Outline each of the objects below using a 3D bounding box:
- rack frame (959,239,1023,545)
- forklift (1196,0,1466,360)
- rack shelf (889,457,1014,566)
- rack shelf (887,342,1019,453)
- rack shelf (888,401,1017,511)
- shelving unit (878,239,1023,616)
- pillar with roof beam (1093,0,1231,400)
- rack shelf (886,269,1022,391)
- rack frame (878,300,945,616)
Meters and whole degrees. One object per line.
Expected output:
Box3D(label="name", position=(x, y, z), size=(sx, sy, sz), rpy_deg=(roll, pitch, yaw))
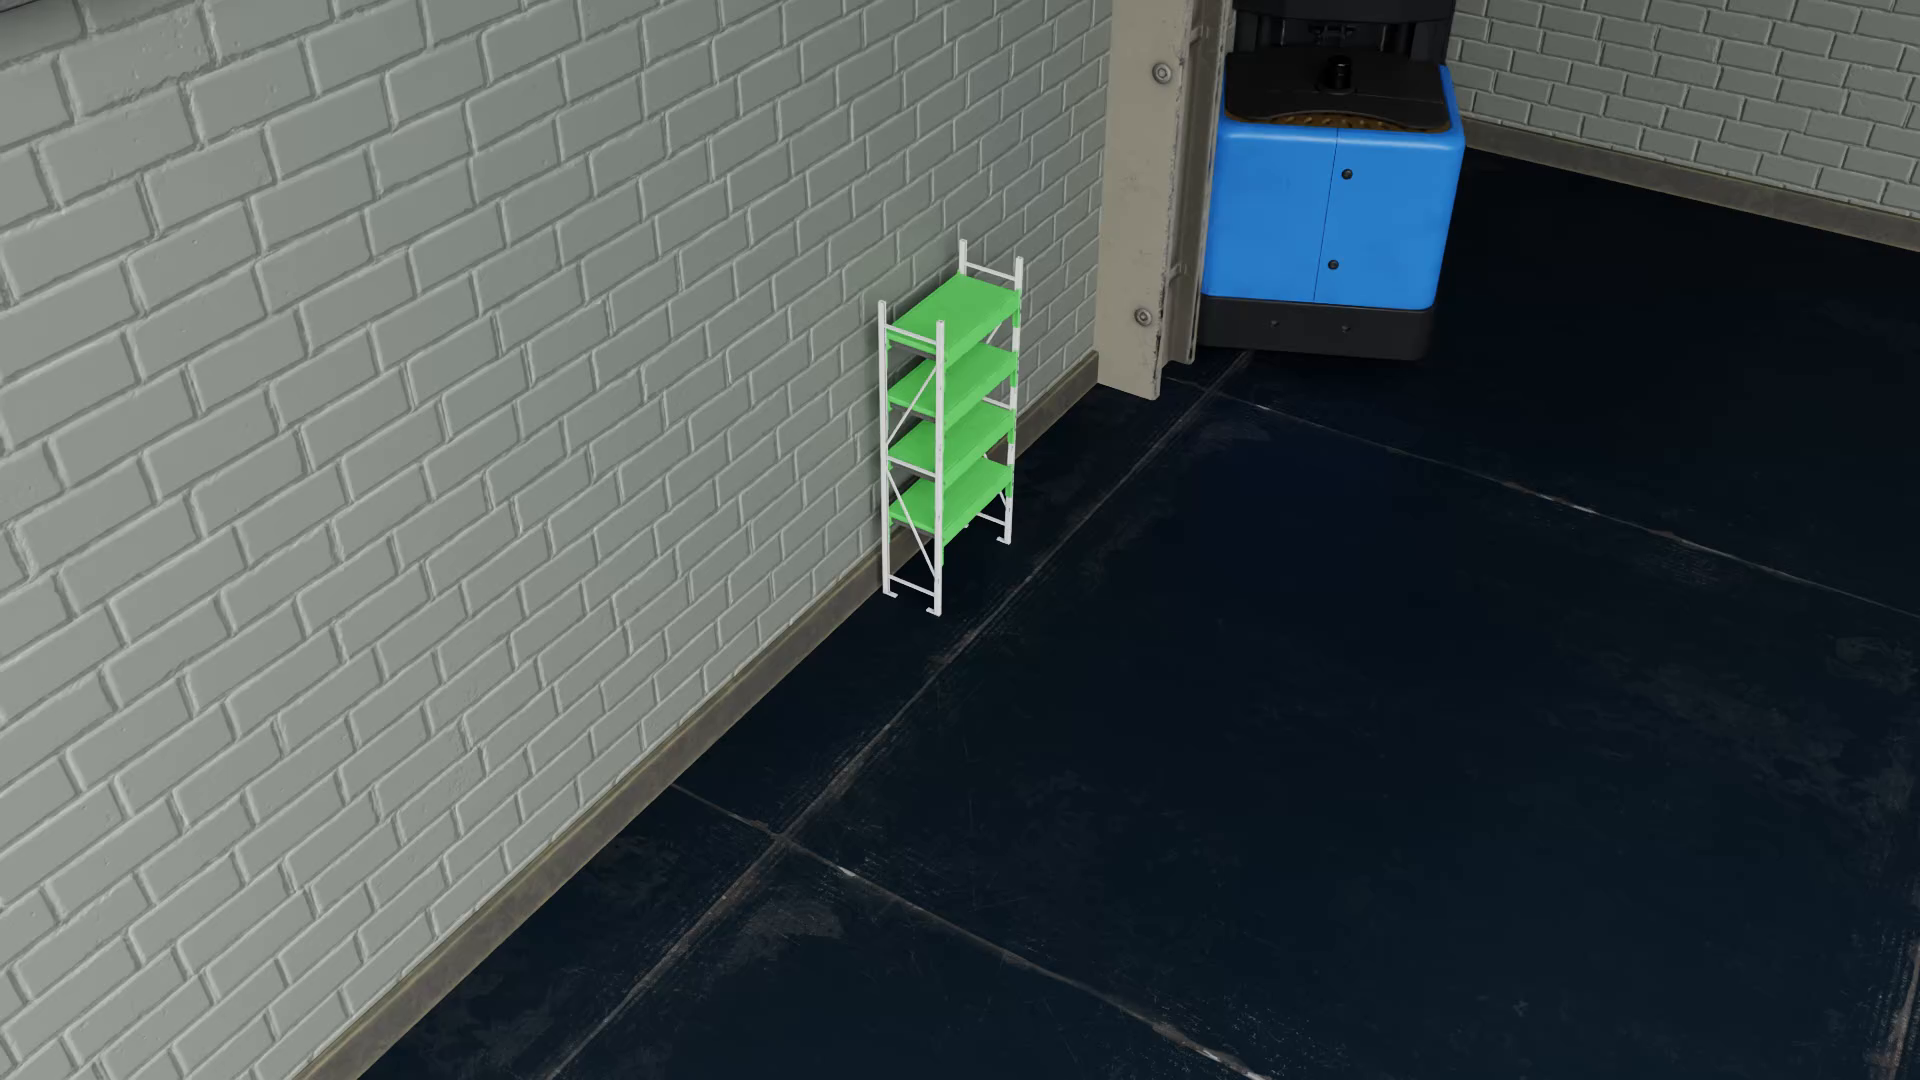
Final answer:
Box3D(label="rack frame", position=(0.094, -0.498, 5.909), size=(0.240, 1.200, 0.015), rpy_deg=(22, 43, 24))
Box3D(label="forklift", position=(1.707, -2.825, 7.513), size=(1.130, 2.935, 3.031), rpy_deg=(5, 38, 6))
Box3D(label="rack shelf", position=(-0.039, -0.133, 5.933), size=(0.258, 0.148, 0.480), rpy_deg=(22, 43, 24))
Box3D(label="rack shelf", position=(-0.032, -0.510, 5.636), size=(0.258, 0.148, 0.480), rpy_deg=(22, 43, 24))
Box3D(label="rack shelf", position=(-0.035, -0.321, 5.784), size=(0.258, 0.148, 0.480), rpy_deg=(22, 43, 24))
Box3D(label="shelving unit", position=(-0.034, -0.371, 5.745), size=(0.258, 1.200, 0.503), rpy_deg=(22, 43, 24))
Box3D(label="pillar with roof beam", position=(4.428, -2.895, 2.635), size=(9.100, 9.000, 0.400), rpy_deg=(21, 42, 25))
Box3D(label="rack shelf", position=(-0.028, -0.698, 5.488), size=(0.258, 0.148, 0.480), rpy_deg=(22, 43, 24))
Box3D(label="rack frame", position=(-0.163, -0.245, 5.581), size=(0.240, 1.200, 0.015), rpy_deg=(22, 43, 24))
